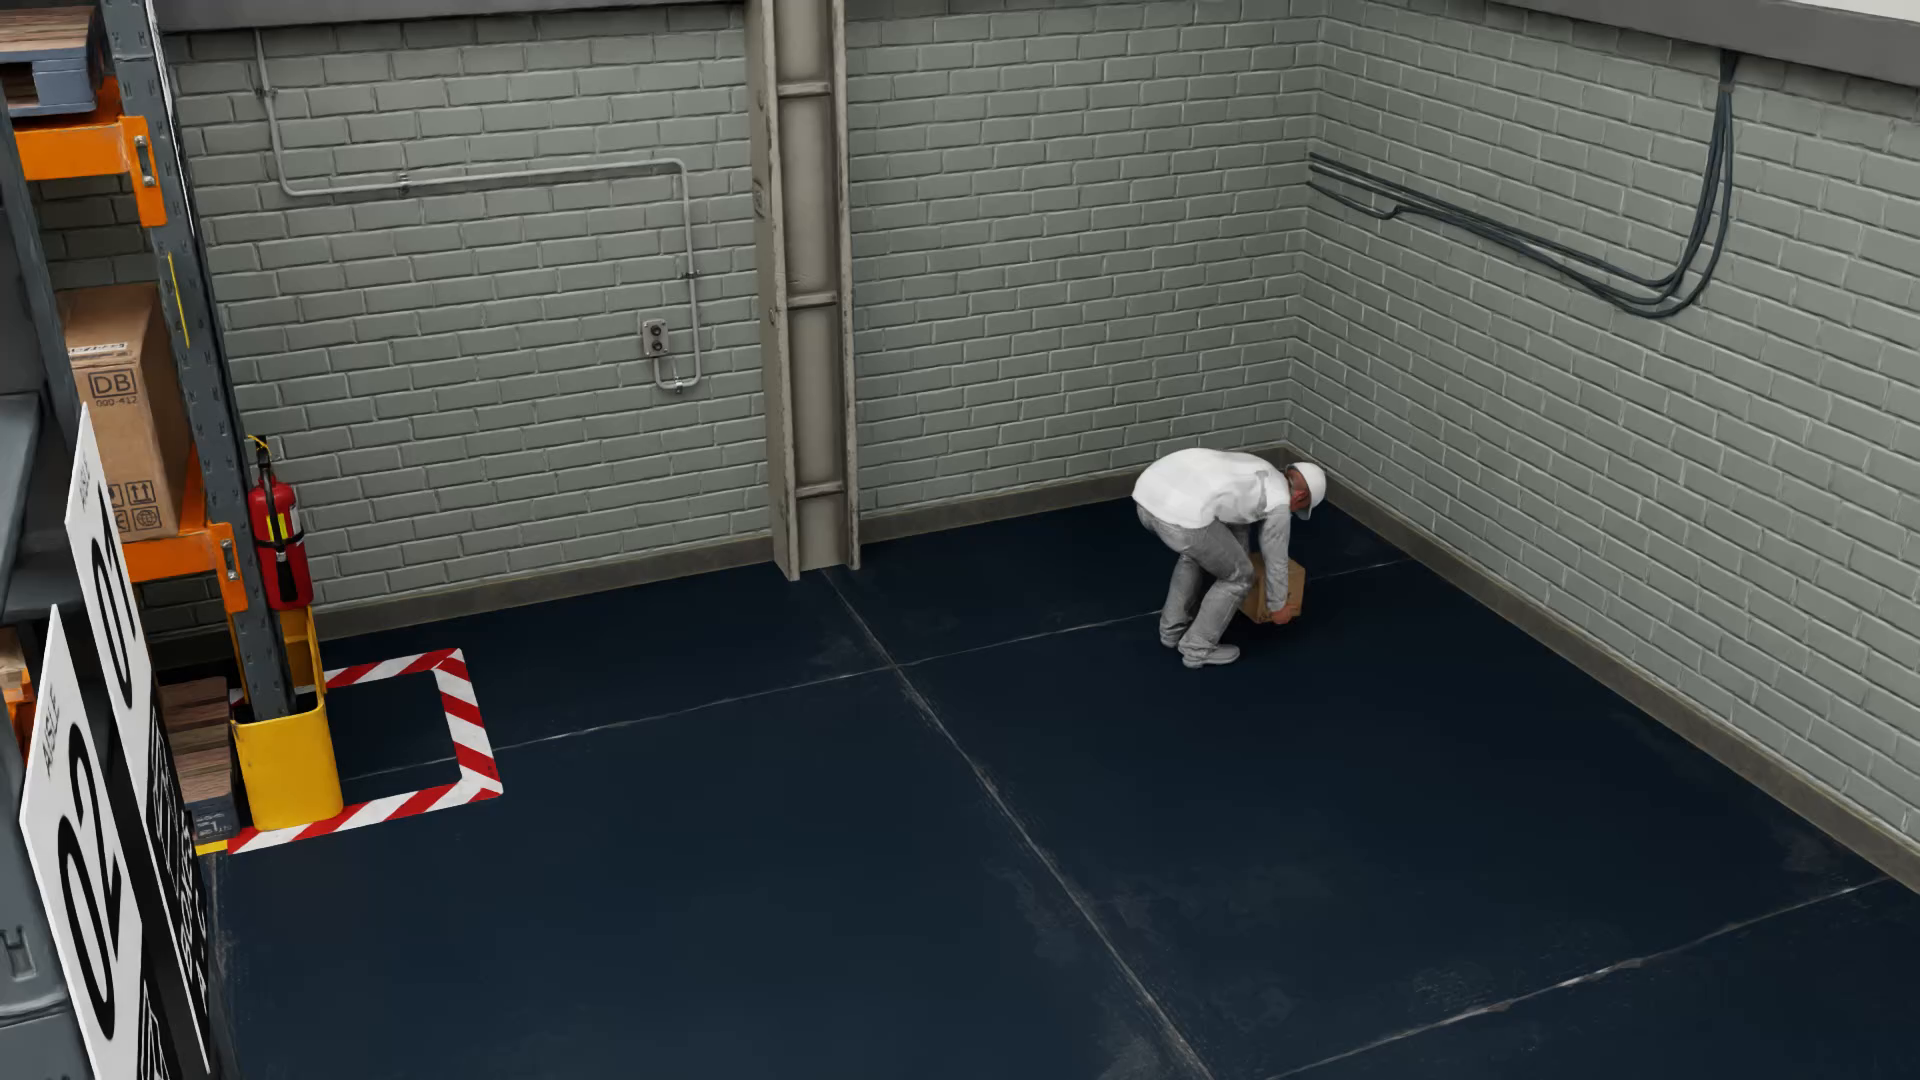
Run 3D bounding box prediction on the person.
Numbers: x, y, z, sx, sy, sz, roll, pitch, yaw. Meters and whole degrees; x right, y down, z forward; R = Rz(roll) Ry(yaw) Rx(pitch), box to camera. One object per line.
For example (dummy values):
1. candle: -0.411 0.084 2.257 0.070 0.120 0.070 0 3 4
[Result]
1. person: 1.287 0.032 7.855 1.004 1.042 0.476 -12 28 -23
